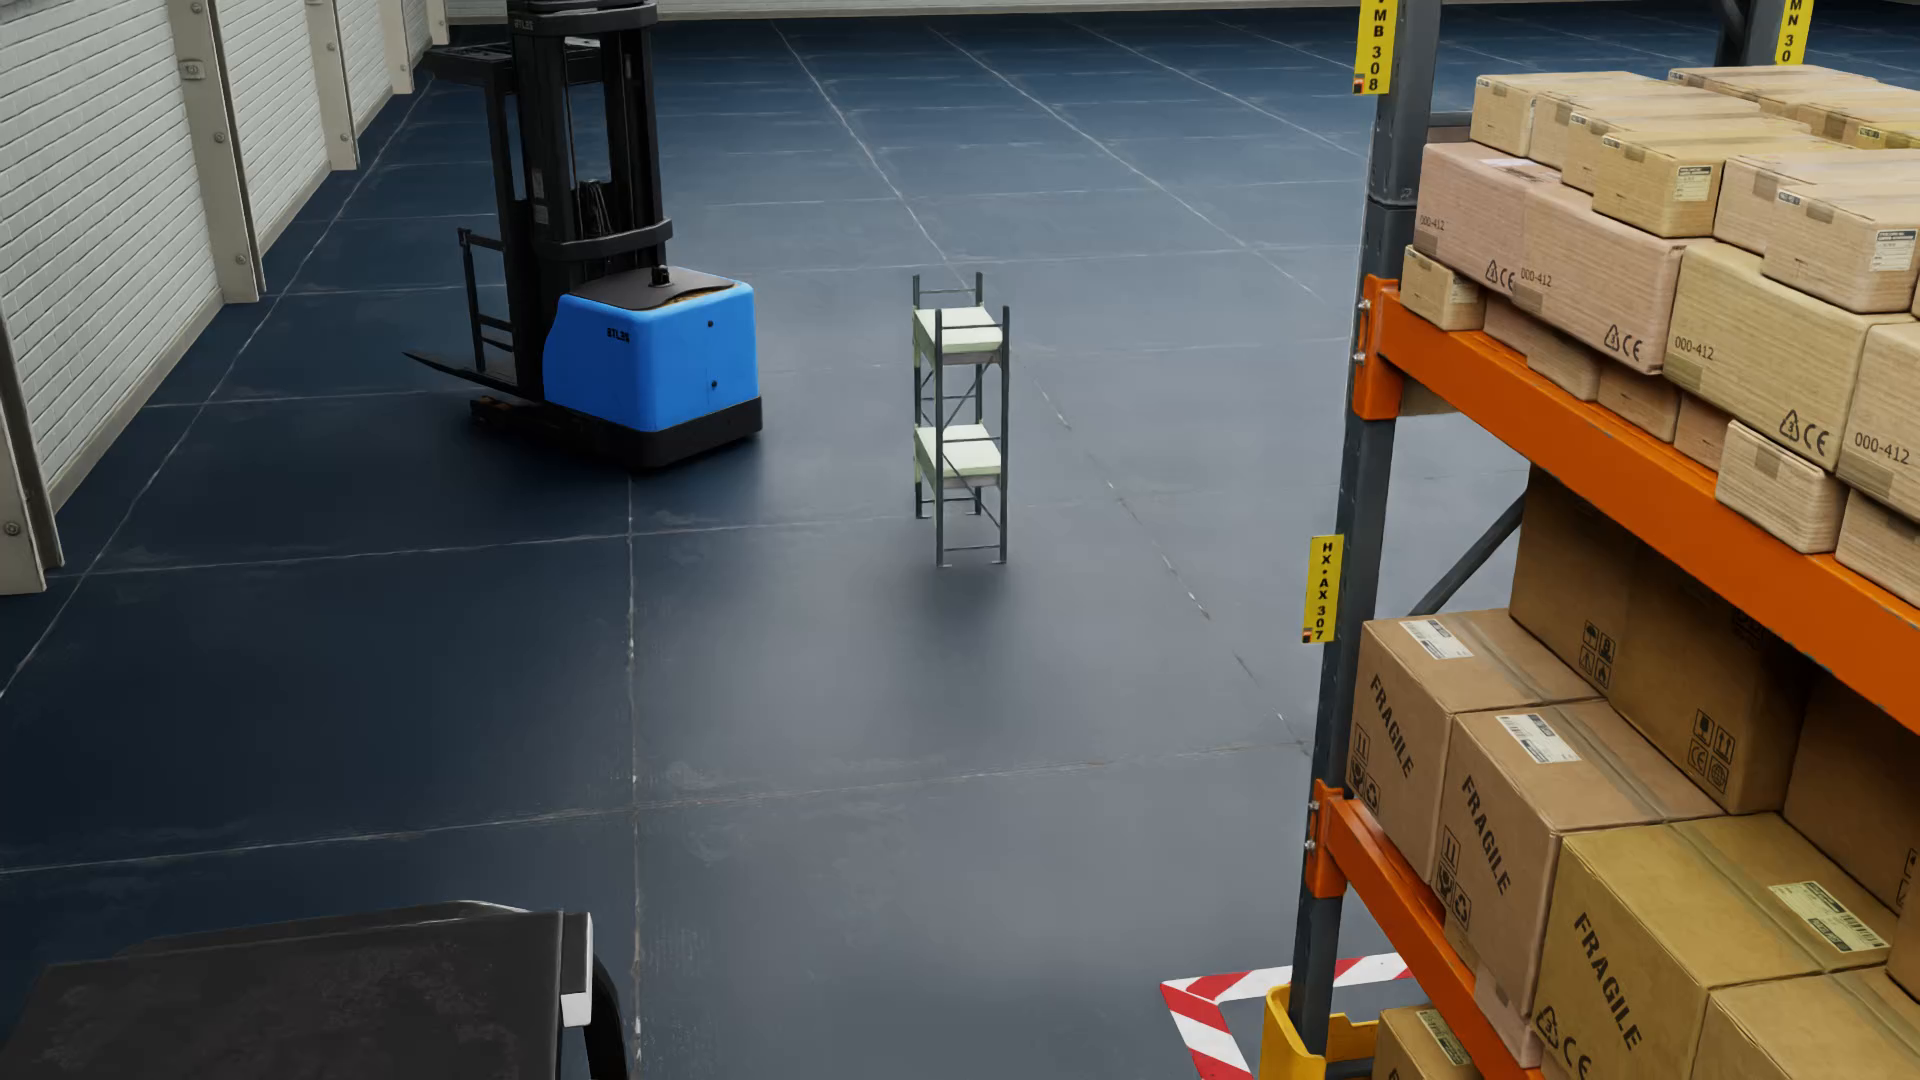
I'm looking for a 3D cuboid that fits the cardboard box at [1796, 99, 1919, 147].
[{"bbox_3d":[1.969,-0.817,3.442,0.380,0.149,0.250,-5,24,-10],"label":"cardboard box"}]

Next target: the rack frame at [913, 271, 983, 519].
[{"bbox_3d":[-0.069,-0.834,9.785,0.400,1.500,0.023,-4,24,-10],"label":"rack frame"}]

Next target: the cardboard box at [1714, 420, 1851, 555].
[{"bbox_3d":[1.526,-0.103,2.805,0.380,0.149,0.250,-4,24,-9],"label":"cardboard box"}]

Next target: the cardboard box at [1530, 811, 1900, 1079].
[{"bbox_3d":[1.551,0.922,3.394,0.500,0.500,0.500,-5,24,-11],"label":"cardboard box"}]

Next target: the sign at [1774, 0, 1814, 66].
[{"bbox_3d":[2.090,-1.320,4.171,0.100,0.325,0.005,-4,24,-10],"label":"sign"}]

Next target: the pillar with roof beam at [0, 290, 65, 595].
[{"bbox_3d":[-0.972,-4.225,8.180,9.100,9.000,0.400,-4,24,-10],"label":"pillar with roof beam"}]

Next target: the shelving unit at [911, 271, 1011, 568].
[{"bbox_3d":[-0.001,-0.690,9.456,0.431,1.500,0.755,-4,24,-10],"label":"shelving unit"}]

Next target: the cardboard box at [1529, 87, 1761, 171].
[{"bbox_3d":[1.469,-0.878,3.583,0.380,0.149,0.250,-4,24,-10],"label":"cardboard box"}]

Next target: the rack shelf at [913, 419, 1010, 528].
[{"bbox_3d":[-0.001,-0.391,9.586,0.431,0.370,0.720,-4,24,-10],"label":"rack shelf"}]

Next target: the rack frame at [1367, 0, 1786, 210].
[{"bbox_3d":[1.541,-2.256,3.671,1.000,3.000,0.127,-4,24,-10],"label":"rack frame"}]

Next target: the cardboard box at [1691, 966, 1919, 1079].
[{"bbox_3d":[1.653,1.122,2.938,0.500,0.500,0.500,-5,24,-11],"label":"cardboard box"}]

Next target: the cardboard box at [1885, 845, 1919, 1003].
[{"bbox_3d":[2.088,0.637,2.798,0.700,0.500,0.500,-4,24,-10],"label":"cardboard box"}]

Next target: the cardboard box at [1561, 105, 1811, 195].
[{"bbox_3d":[1.454,-0.776,3.348,0.380,0.149,0.250,-4,24,-10],"label":"cardboard box"}]

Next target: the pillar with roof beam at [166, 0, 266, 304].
[{"bbox_3d":[-2.081,-6.585,13.584,9.100,9.000,0.400,-4,24,-10],"label":"pillar with roof beam"}]

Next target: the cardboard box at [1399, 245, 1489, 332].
[{"bbox_3d":[1.284,-0.611,3.968,0.380,0.149,0.250,-4,24,-10],"label":"cardboard box"}]

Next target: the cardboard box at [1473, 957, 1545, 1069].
[{"bbox_3d":[1.432,1.069,3.867,0.380,0.149,0.250,-4,24,-9],"label":"cardboard box"}]

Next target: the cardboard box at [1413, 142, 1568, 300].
[{"bbox_3d":[1.372,-0.731,3.744,0.500,0.250,0.500,-5,24,-11],"label":"cardboard box"}]

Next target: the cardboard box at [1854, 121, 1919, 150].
[{"bbox_3d":[1.965,-0.713,3.205,0.380,0.149,0.250,-4,24,-9],"label":"cardboard box"}]

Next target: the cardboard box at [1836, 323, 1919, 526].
[{"bbox_3d":[1.651,-0.128,2.363,0.500,0.250,0.500,-4,24,-9],"label":"cardboard box"}]

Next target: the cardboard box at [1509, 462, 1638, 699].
[{"bbox_3d":[1.850,0.038,4.169,0.700,0.500,0.500,-5,24,-11],"label":"cardboard box"}]

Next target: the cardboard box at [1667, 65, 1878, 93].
[{"bbox_3d":[1.894,-1.020,3.908,0.380,0.149,0.250,-4,24,-9],"label":"cardboard box"}]

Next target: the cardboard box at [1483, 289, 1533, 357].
[{"bbox_3d":[1.420,-0.515,3.747,0.380,0.149,0.250,-5,24,-11],"label":"cardboard box"}]

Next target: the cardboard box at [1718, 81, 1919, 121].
[{"bbox_3d":[1.904,-0.916,3.669,0.380,0.149,0.250,-4,24,-9],"label":"cardboard box"}]

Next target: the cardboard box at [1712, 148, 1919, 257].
[{"bbox_3d":[1.568,-0.581,2.902,0.380,0.149,0.250,-4,24,-10],"label":"cardboard box"}]

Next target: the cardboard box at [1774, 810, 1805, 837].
[{"bbox_3d":[2.001,0.702,3.899,0.500,0.500,0.500,-4,24,-10],"label":"cardboard box"}]

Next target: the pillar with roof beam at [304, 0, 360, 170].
[{"bbox_3d":[-3.191,-8.945,18.988,9.100,9.000,0.400,-4,24,-10],"label":"pillar with roof beam"}]

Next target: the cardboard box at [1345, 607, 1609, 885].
[{"bbox_3d":[1.356,0.518,4.319,0.500,0.500,0.500,-5,24,-11],"label":"cardboard box"}]

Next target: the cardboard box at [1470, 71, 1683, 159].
[{"bbox_3d":[1.407,-0.976,3.808,0.380,0.149,0.250,-4,24,-10],"label":"cardboard box"}]

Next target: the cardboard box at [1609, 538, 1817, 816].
[{"bbox_3d":[1.937,0.238,3.712,0.700,0.500,0.500,-4,24,-9],"label":"cardboard box"}]

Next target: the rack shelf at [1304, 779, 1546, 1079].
[{"bbox_3d":[1.911,1.610,3.215,1.077,0.370,4.000,-4,24,-10],"label":"rack shelf"}]

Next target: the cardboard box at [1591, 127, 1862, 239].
[{"bbox_3d":[1.428,-0.671,3.109,0.380,0.149,0.250,-4,24,-10],"label":"cardboard box"}]

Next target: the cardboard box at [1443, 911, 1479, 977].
[{"bbox_3d":[1.431,0.966,4.104,0.380,0.149,0.250,-5,24,-11],"label":"cardboard box"}]

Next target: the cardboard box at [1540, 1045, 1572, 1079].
[{"bbox_3d":[1.513,1.169,3.640,0.380,0.149,0.250,-4,24,-8],"label":"cardboard box"}]

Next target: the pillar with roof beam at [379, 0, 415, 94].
[{"bbox_3d":[-4.300,-11.305,24.391,9.100,9.000,0.400,-4,24,-10],"label":"pillar with roof beam"}]

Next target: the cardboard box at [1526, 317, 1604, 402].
[{"bbox_3d":[1.435,-0.408,3.503,0.380,0.149,0.250,-4,24,-8],"label":"cardboard box"}]

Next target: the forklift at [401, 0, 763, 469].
[{"bbox_3d":[-2.799,-2.269,11.283,3.031,2.935,1.130,18,30,36],"label":"forklift"}]

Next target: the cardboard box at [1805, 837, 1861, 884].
[{"bbox_3d":[2.090,0.899,3.447,0.500,0.500,0.500,-4,24,-10],"label":"cardboard box"}]

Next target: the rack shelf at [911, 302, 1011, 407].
[{"bbox_3d":[-0.001,-1.048,9.300,0.431,0.370,0.720,-4,24,-10],"label":"rack shelf"}]

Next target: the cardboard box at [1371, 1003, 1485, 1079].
[{"bbox_3d":[1.424,1.565,4.394,0.500,0.500,0.500,-5,24,-12],"label":"cardboard box"}]

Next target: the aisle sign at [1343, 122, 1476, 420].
[{"bbox_3d":[1.225,-0.699,4.355,0.394,0.787,0.004,-4,24,-10],"label":"aisle sign"}]

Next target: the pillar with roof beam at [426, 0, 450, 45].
[{"bbox_3d":[-5.410,-13.665,29.795,9.100,9.000,0.400,-4,24,-10],"label":"pillar with roof beam"}]

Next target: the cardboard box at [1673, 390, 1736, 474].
[{"bbox_3d":[1.558,-0.208,3.045,0.380,0.149,0.250,-5,24,-11],"label":"cardboard box"}]

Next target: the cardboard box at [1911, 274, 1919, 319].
[{"bbox_3d":[1.657,-0.376,2.432,0.380,0.149,0.250,-4,24,-9],"label":"cardboard box"}]

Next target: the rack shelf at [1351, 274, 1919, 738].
[{"bbox_3d":[1.911,0.235,2.614,1.077,0.370,4.000,-4,24,-10],"label":"rack shelf"}]

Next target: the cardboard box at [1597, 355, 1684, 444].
[{"bbox_3d":[1.505,-0.312,3.284,0.380,0.149,0.250,-4,24,-10],"label":"cardboard box"}]

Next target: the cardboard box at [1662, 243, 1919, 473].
[{"bbox_3d":[1.576,-0.331,2.828,0.500,0.250,0.500,-4,24,-8],"label":"cardboard box"}]

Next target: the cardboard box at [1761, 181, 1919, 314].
[{"bbox_3d":[1.536,-0.472,2.653,0.380,0.149,0.250,-4,24,-8],"label":"cardboard box"}]

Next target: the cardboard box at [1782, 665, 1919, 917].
[{"bbox_3d":[2.132,0.431,3.270,0.700,0.500,0.500,-5,24,-10],"label":"cardboard box"}]

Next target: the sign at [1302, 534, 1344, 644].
[{"bbox_3d":[1.008,0.137,4.607,0.100,0.325,0.005,-4,24,-10],"label":"sign"}]

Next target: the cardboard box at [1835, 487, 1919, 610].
[{"bbox_3d":[1.615,-0.003,2.575,0.380,0.149,0.250,-5,24,-11],"label":"cardboard box"}]

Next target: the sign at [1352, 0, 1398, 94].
[{"bbox_3d":[1.008,-1.241,4.005,0.100,0.325,0.005,-4,24,-10],"label":"sign"}]

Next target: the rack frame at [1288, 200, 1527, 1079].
[{"bbox_3d":[1.541,0.494,4.872,1.000,3.000,0.127,-4,24,-10],"label":"rack frame"}]

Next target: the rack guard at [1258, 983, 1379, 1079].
[{"bbox_3d":[1.555,1.669,5.304,1.175,0.500,0.348,-4,24,-10],"label":"rack guard"}]

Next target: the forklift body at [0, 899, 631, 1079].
[{"bbox_3d":[-1.193,1.862,2.799,2.313,2.155,1.214,-4,24,-10],"label":"forklift body"}]

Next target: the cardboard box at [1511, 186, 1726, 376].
[{"bbox_3d":[1.456,-0.532,3.289,0.500,0.250,0.500,-5,24,-11],"label":"cardboard box"}]

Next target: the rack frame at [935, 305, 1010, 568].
[{"bbox_3d":[0.066,-0.546,9.126,0.400,1.500,0.023,-4,24,-10],"label":"rack frame"}]

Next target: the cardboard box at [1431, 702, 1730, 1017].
[{"bbox_3d":[1.455,0.722,3.853,0.500,0.500,0.500,-4,24,-8],"label":"cardboard box"}]
